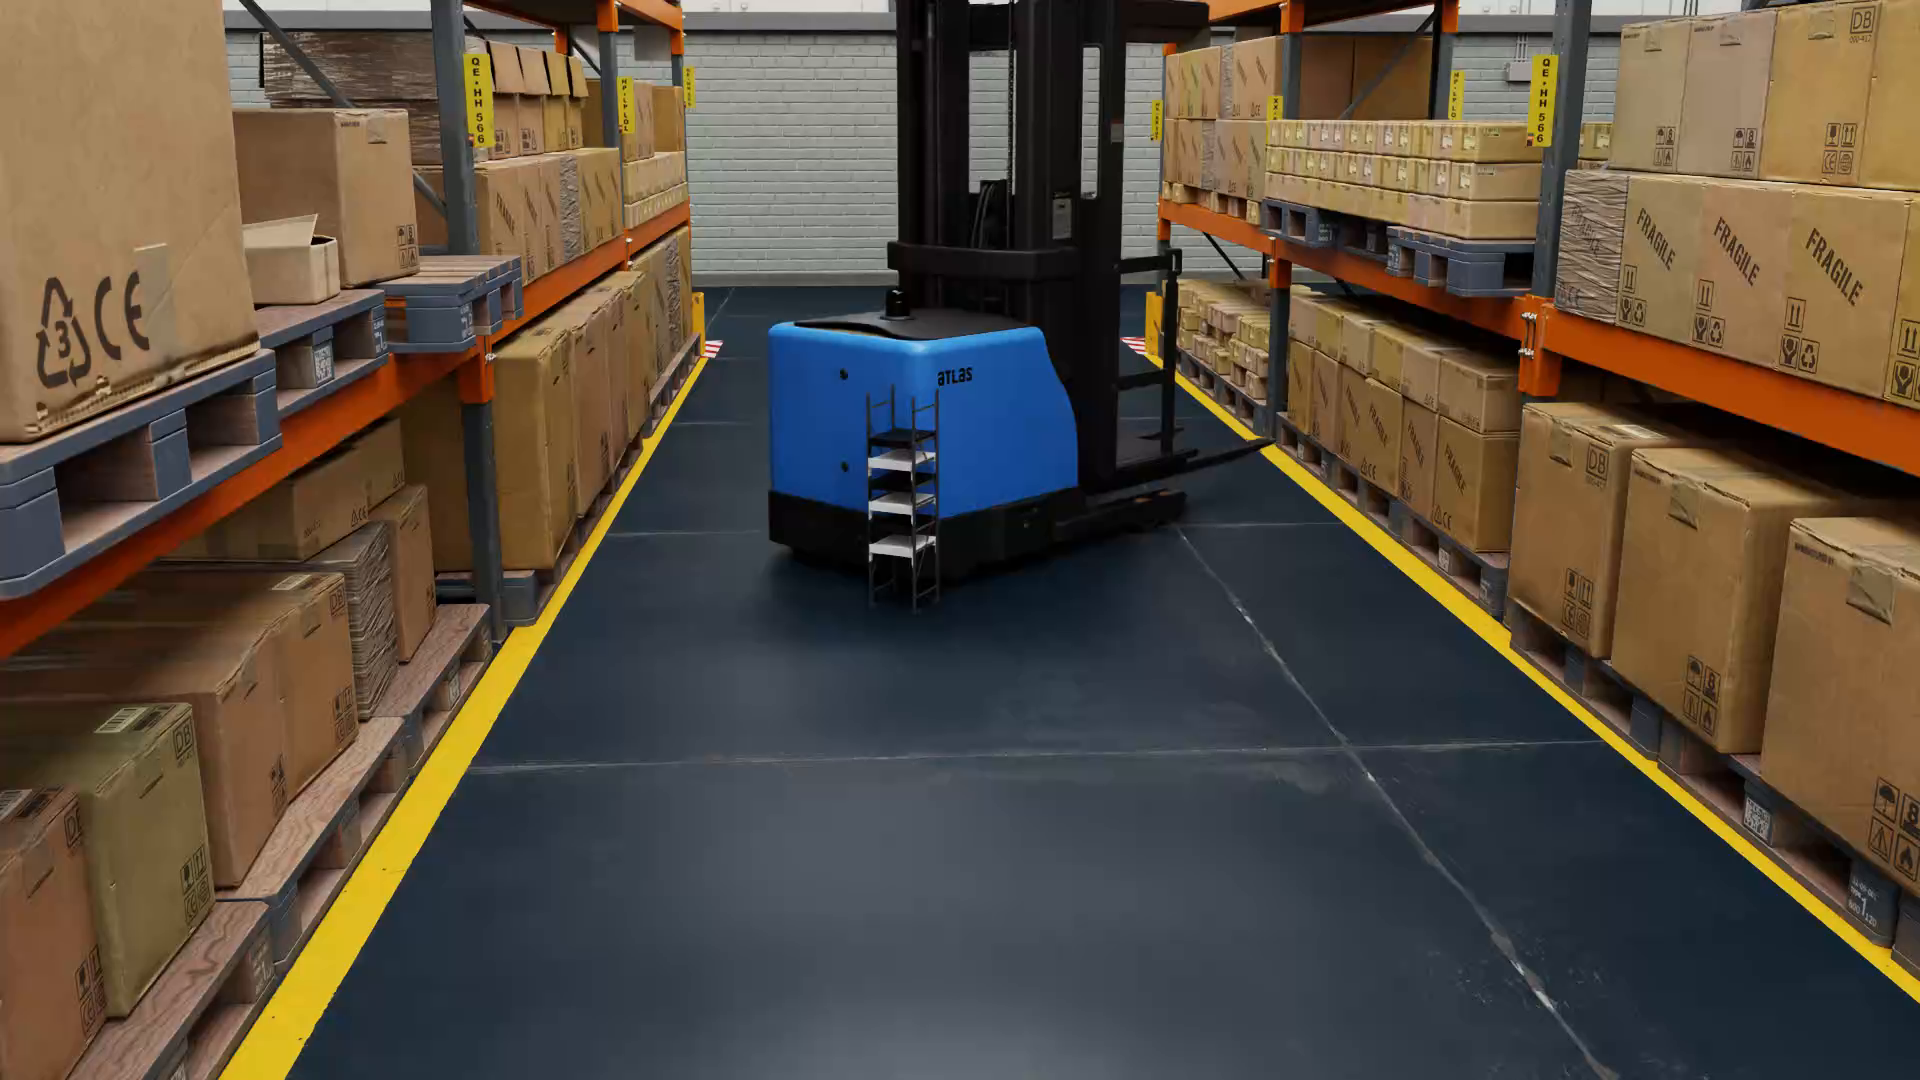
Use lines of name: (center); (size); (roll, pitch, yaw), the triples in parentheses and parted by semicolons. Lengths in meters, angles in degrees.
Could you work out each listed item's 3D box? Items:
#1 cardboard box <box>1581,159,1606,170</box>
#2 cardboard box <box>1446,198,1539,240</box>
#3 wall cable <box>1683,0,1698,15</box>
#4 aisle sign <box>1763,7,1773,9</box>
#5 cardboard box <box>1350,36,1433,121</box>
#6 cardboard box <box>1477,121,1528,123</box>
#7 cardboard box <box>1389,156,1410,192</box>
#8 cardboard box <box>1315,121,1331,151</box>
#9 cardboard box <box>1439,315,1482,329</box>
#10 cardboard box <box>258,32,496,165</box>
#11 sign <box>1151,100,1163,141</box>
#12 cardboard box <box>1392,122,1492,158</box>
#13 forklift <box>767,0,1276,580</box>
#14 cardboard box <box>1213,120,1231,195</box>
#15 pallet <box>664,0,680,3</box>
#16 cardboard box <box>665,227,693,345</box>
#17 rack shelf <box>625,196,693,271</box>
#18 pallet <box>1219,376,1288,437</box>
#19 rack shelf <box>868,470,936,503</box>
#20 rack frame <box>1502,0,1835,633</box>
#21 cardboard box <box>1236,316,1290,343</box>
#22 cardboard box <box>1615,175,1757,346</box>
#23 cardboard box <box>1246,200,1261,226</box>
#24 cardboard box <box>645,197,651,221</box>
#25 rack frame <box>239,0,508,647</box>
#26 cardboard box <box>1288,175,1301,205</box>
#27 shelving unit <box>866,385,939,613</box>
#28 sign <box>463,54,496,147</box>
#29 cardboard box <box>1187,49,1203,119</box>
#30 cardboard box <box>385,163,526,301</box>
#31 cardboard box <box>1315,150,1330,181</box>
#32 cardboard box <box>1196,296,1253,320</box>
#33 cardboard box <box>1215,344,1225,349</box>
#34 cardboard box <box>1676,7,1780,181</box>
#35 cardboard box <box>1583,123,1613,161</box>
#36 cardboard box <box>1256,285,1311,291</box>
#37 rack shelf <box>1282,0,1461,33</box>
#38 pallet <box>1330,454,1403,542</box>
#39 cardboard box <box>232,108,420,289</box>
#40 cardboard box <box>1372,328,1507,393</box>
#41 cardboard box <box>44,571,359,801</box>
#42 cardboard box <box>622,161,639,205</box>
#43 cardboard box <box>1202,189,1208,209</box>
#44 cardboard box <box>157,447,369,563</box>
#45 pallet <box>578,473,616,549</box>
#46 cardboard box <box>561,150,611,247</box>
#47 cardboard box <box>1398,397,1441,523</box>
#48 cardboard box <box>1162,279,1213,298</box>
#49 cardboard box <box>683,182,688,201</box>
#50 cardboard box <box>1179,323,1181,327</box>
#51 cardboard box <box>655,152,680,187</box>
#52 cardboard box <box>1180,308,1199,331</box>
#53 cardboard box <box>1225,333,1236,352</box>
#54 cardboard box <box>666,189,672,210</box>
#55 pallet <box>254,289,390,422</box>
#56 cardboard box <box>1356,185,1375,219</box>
cardboard box: (2.833, -1.516, 6.965); (0.380, 0.149, 0.250); (0, 14, -1)
cardboard box: (2.193, -1.297, 6.710); (0.380, 0.149, 0.250); (-1, 14, -3)
wall cable: (10.020, -7.569, 19.311); (2.988, 3.039, 0.133); (-1, 14, -3)
aisle sign: (6.827, -4.463, 14.137); (0.394, 0.787, 0.004); (-1, 14, -3)
cardboard box: (2.649, -2.887, 10.424); (0.500, 0.500, 0.500); (-1, 14, -2)
cardboard box: (2.752, -1.977, 8.156); (0.380, 0.149, 0.250); (-1, 14, -4)
cardboard box: (2.145, -1.635, 7.427); (0.380, 0.149, 0.250); (-1, 14, -3)
cardboard box: (2.066, -2.101, 8.638); (0.380, 0.149, 0.250); (-1, 14, -4)
cardboard box: (2.798, -1.010, 8.601); (0.500, 0.250, 0.500); (-2, 15, -6)
cardboard box: (-2.304, -1.765, 6.652); (0.797, 0.503, 0.637); (0, 14, -2)
sign: (1.645, -3.500, 13.873); (0.100, 0.325, 0.005); (-1, 14, -3)
cardboard box: (2.144, -1.778, 7.386); (0.380, 0.149, 0.250); (0, 14, -2)
forklift: (0.487, -1.542, 8.138); (1.130, 2.935, 3.031); (13, 19, 42)
cardboard box: (2.062, -2.656, 11.532); (0.500, 0.500, 0.500); (-1, 14, -4)
pallet: (-2.714, -4.263, 12.735); (1.003, 0.211, 1.213); (-1, 14, -3)
cardboard box: (-2.651, -2.054, 13.413); (0.875, 0.875, 0.875); (-1, 14, -3)
rack shelf: (-2.647, -2.192, 11.971); (1.077, 0.370, 4.000); (-1, 14, -3)
pallet: (2.357, -0.911, 11.142); (1.003, 0.211, 1.213); (-1, 14, -3)
rack shelf: (-0.233, -0.226, 6.871); (0.200, 0.077, 0.258); (7, 16, 24)
rack frame: (2.682, -1.100, 6.281); (1.000, 3.000, 0.127); (-1, 14, -3)
cardboard box: (2.074, -1.415, 11.189); (0.380, 0.149, 0.250); (-1, 14, -4)
cardboard box: (2.475, -0.906, 5.327); (0.500, 0.500, 0.500); (-1, 14, -4)
cardboard box: (2.058, -2.103, 10.683); (0.380, 0.149, 0.250); (-1, 14, -5)
cardboard box: (-2.260, -2.196, 11.048); (0.380, 0.149, 0.250); (-1, 14, -5)
rack frame: (-2.275, -1.048, 6.081); (1.000, 3.000, 0.127); (-1, 14, -3)
cardboard box: (2.034, -1.940, 9.209); (0.380, 0.149, 0.250); (-1, 14, -3)
shelving unit: (-0.233, -0.171, 6.885); (0.210, 0.900, 0.258); (7, 16, 24)
sign: (-1.734, -1.582, 5.989); (0.100, 0.325, 0.005); (-1, 14, -3)
cardboard box: (1.997, -3.395, 12.399); (0.500, 0.500, 0.500); (-1, 14, -5)
cardboard box: (-2.033, -1.222, 6.555); (0.500, 0.500, 0.500); (0, 14, -2)
cardboard box: (2.069, -1.955, 8.670); (0.380, 0.149, 0.250); (0, 14, -1)
cardboard box: (1.981, -1.738, 12.445); (0.380, 0.149, 0.250); (-1, 14, -3)
cardboard box: (2.056, -1.333, 12.066); (0.380, 0.149, 0.250); (-1, 14, -2)
cardboard box: (2.732, -1.395, 5.221); (0.700, 0.500, 0.500); (-1, 14, -4)
cardboard box: (2.827, -1.654, 6.904); (0.380, 0.149, 0.250); (-1, 14, -5)
cardboard box: (2.573, -1.947, 13.257); (0.380, 0.149, 0.250); (-1, 14, -5)
rack shelf: (2.558, -2.702, 7.930); (1.077, 0.370, 4.000); (-1, 14, -3)
pallet: (2.562, -0.246, 8.561); (1.003, 0.211, 1.213); (-1, 14, -3)
cardboard box: (-2.067, -1.029, 4.963); (0.700, 0.500, 0.500); (1, 14, 5)
cardboard box: (2.320, -0.874, 8.072); (0.500, 0.250, 0.500); (-1, 14, -2)
cardboard box: (-2.124, 0.394, 4.609); (0.700, 0.500, 0.500); (0, 14, 1)
cardboard box: (-2.290, -2.236, 10.399); (0.500, 0.250, 0.500); (-1, 14, -4)
cardboard box: (2.032, -2.560, 12.460); (0.380, 0.149, 0.250); (-1, 14, -5)
cardboard box: (-2.160, -0.116, 5.087); (0.500, 0.250, 0.500); (1, 14, 3)
pallet: (-2.321, -0.198, 8.372); (1.003, 0.211, 1.213); (-1, 14, -3)
cardboard box: (-2.197, -1.856, 9.021); (0.500, 0.500, 0.500); (0, 14, -2)
cardboard box: (2.352, -0.381, 7.663); (0.500, 0.500, 0.500); (0, 14, -1)
cardboard box: (1.880, -2.065, 13.716); (0.380, 0.149, 0.250); (-2, 15, -6)
cardboard box: (-2.420, -2.833, 13.521); (0.380, 0.149, 0.250); (-1, 14, -2)
cardboard box: (1.997, -1.713, 13.543); (0.380, 0.149, 0.250); (-1, 14, -4)
cardboard box: (-2.445, -2.867, 12.853); (0.500, 0.250, 0.500); (-1, 14, -4)
cardboard box: (1.934, -1.728, 13.004); (0.380, 0.149, 0.250); (0, 14, -2)
cardboard box: (2.081, -1.395, 11.711); (0.380, 0.149, 0.250); (-1, 14, -2)
cardboard box: (-2.338, -2.514, 12.283); (0.380, 0.149, 0.250); (-1, 14, -3)
pallet: (-2.111, -0.464, 4.194); (1.003, 0.211, 1.213); (-1, 14, -3)
cardboard box: (2.118, -1.616, 7.950); (0.380, 0.149, 0.250); (0, 14, -2)
